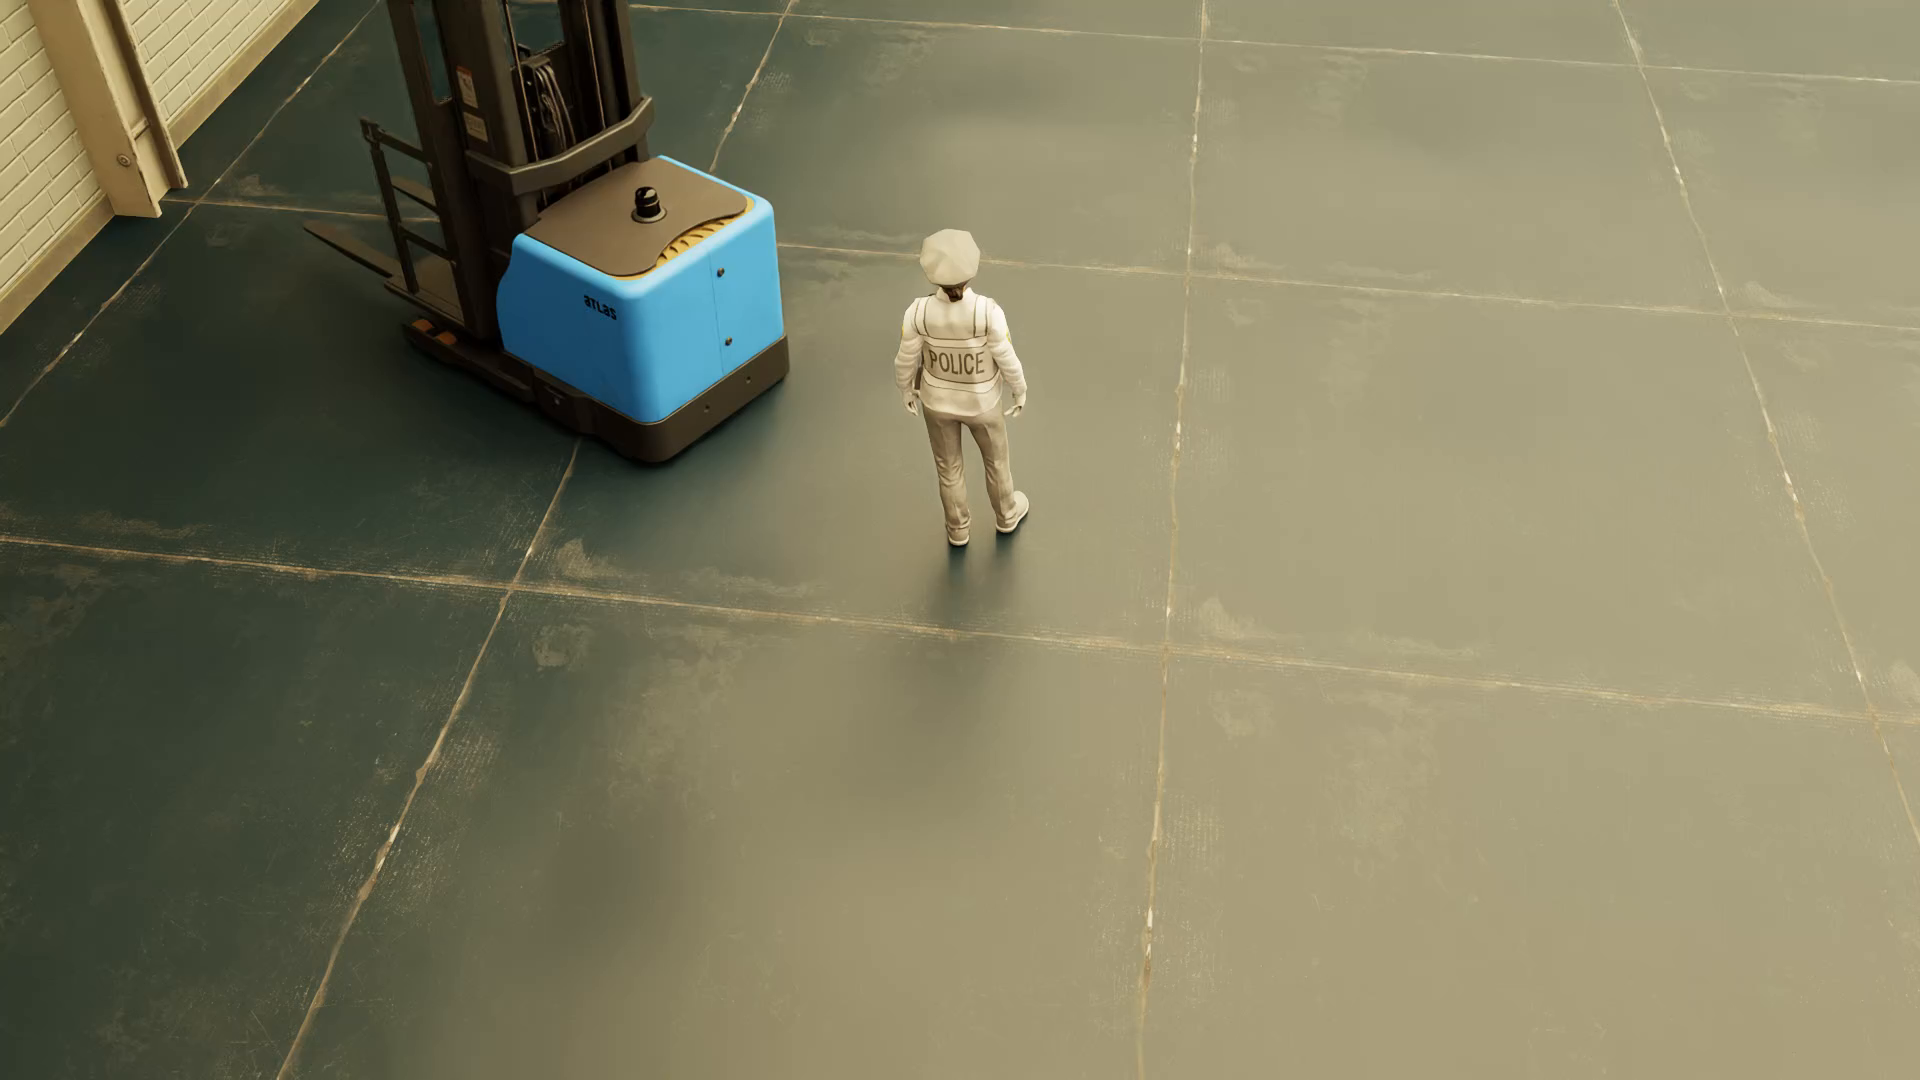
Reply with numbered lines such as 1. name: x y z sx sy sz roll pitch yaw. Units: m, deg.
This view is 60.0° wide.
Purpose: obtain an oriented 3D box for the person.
1. person: 0.015 -0.674 7.361 0.588 1.696 0.533 5 43 6

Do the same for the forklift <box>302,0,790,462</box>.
1. forklift: -2.374 -2.284 8.211 3.031 2.935 1.130 27 49 27
